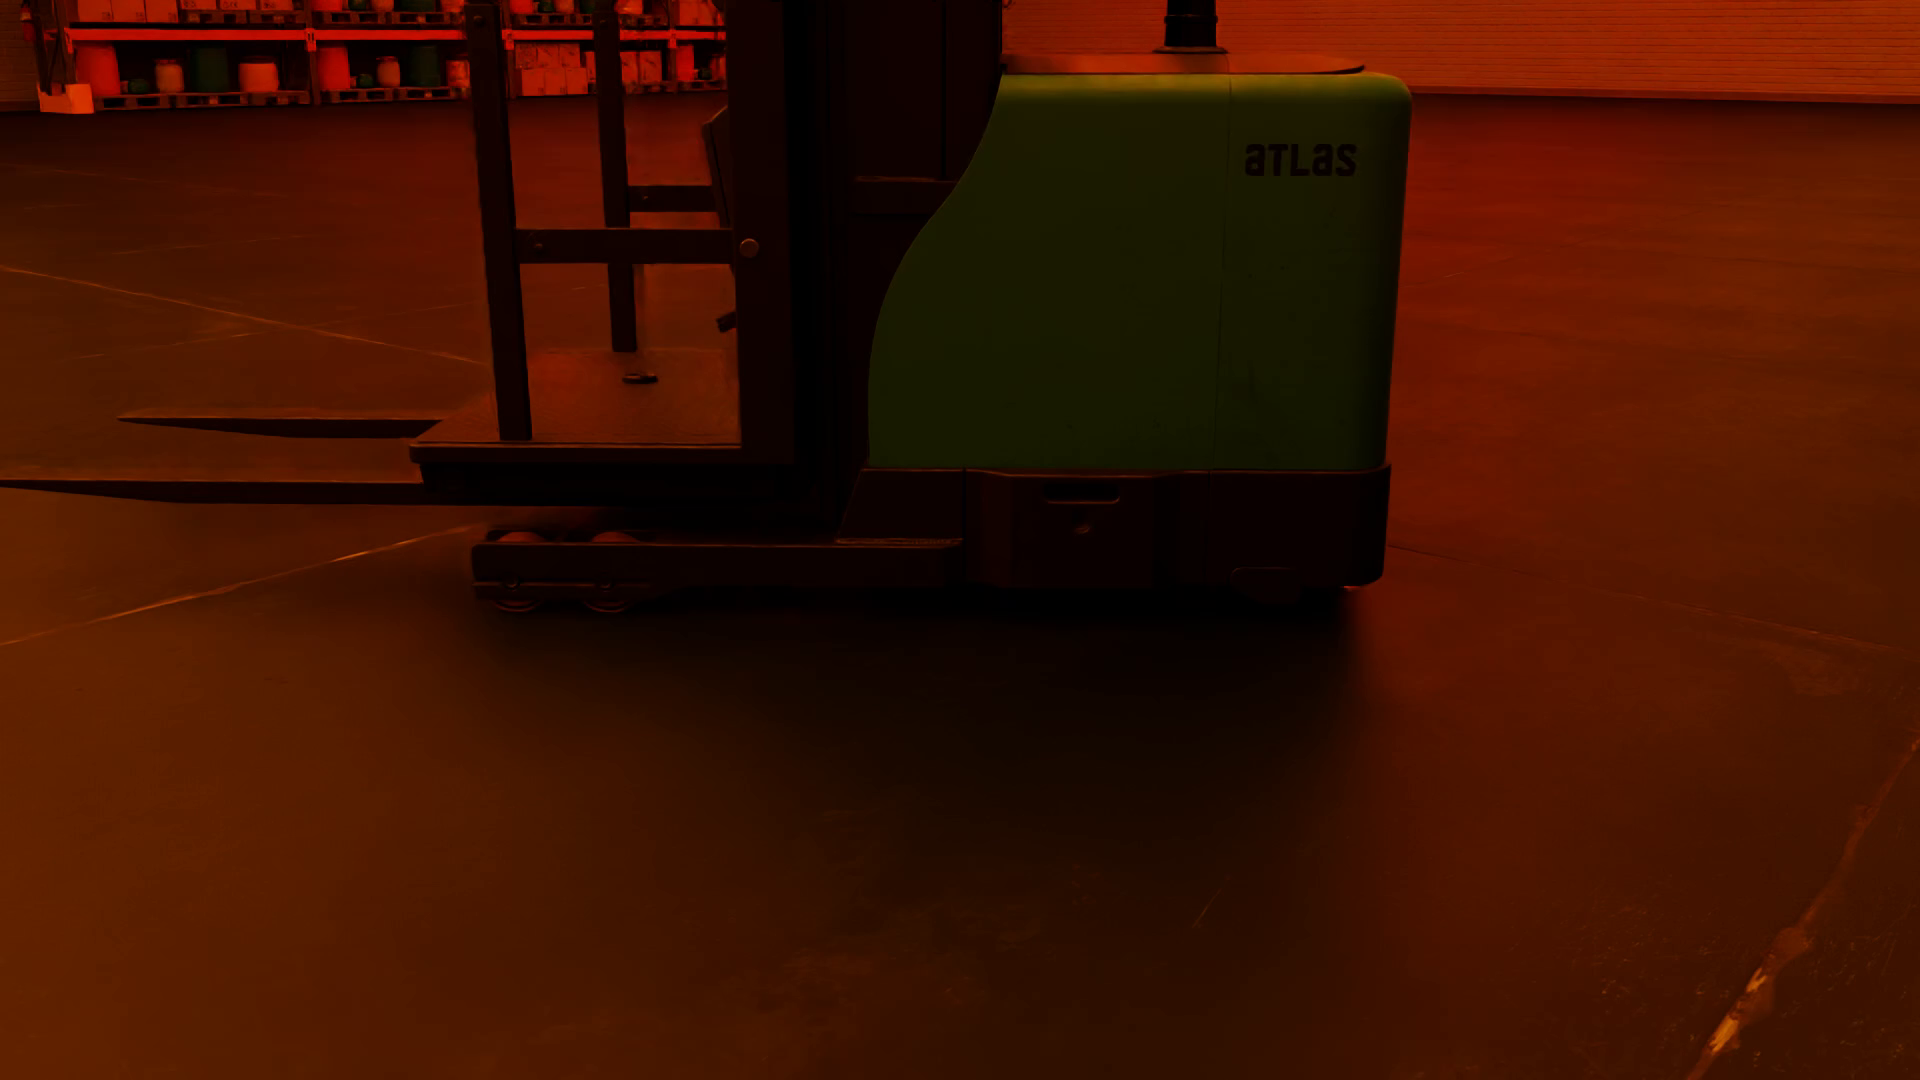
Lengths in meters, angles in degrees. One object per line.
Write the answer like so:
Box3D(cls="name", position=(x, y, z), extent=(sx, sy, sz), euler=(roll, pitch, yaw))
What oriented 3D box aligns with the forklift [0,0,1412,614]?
Box3D(cls="forklift", position=(-0.621, -1.403, 3.518), extent=(3.031, 2.935, 1.130), euler=(1, 17, 2))
